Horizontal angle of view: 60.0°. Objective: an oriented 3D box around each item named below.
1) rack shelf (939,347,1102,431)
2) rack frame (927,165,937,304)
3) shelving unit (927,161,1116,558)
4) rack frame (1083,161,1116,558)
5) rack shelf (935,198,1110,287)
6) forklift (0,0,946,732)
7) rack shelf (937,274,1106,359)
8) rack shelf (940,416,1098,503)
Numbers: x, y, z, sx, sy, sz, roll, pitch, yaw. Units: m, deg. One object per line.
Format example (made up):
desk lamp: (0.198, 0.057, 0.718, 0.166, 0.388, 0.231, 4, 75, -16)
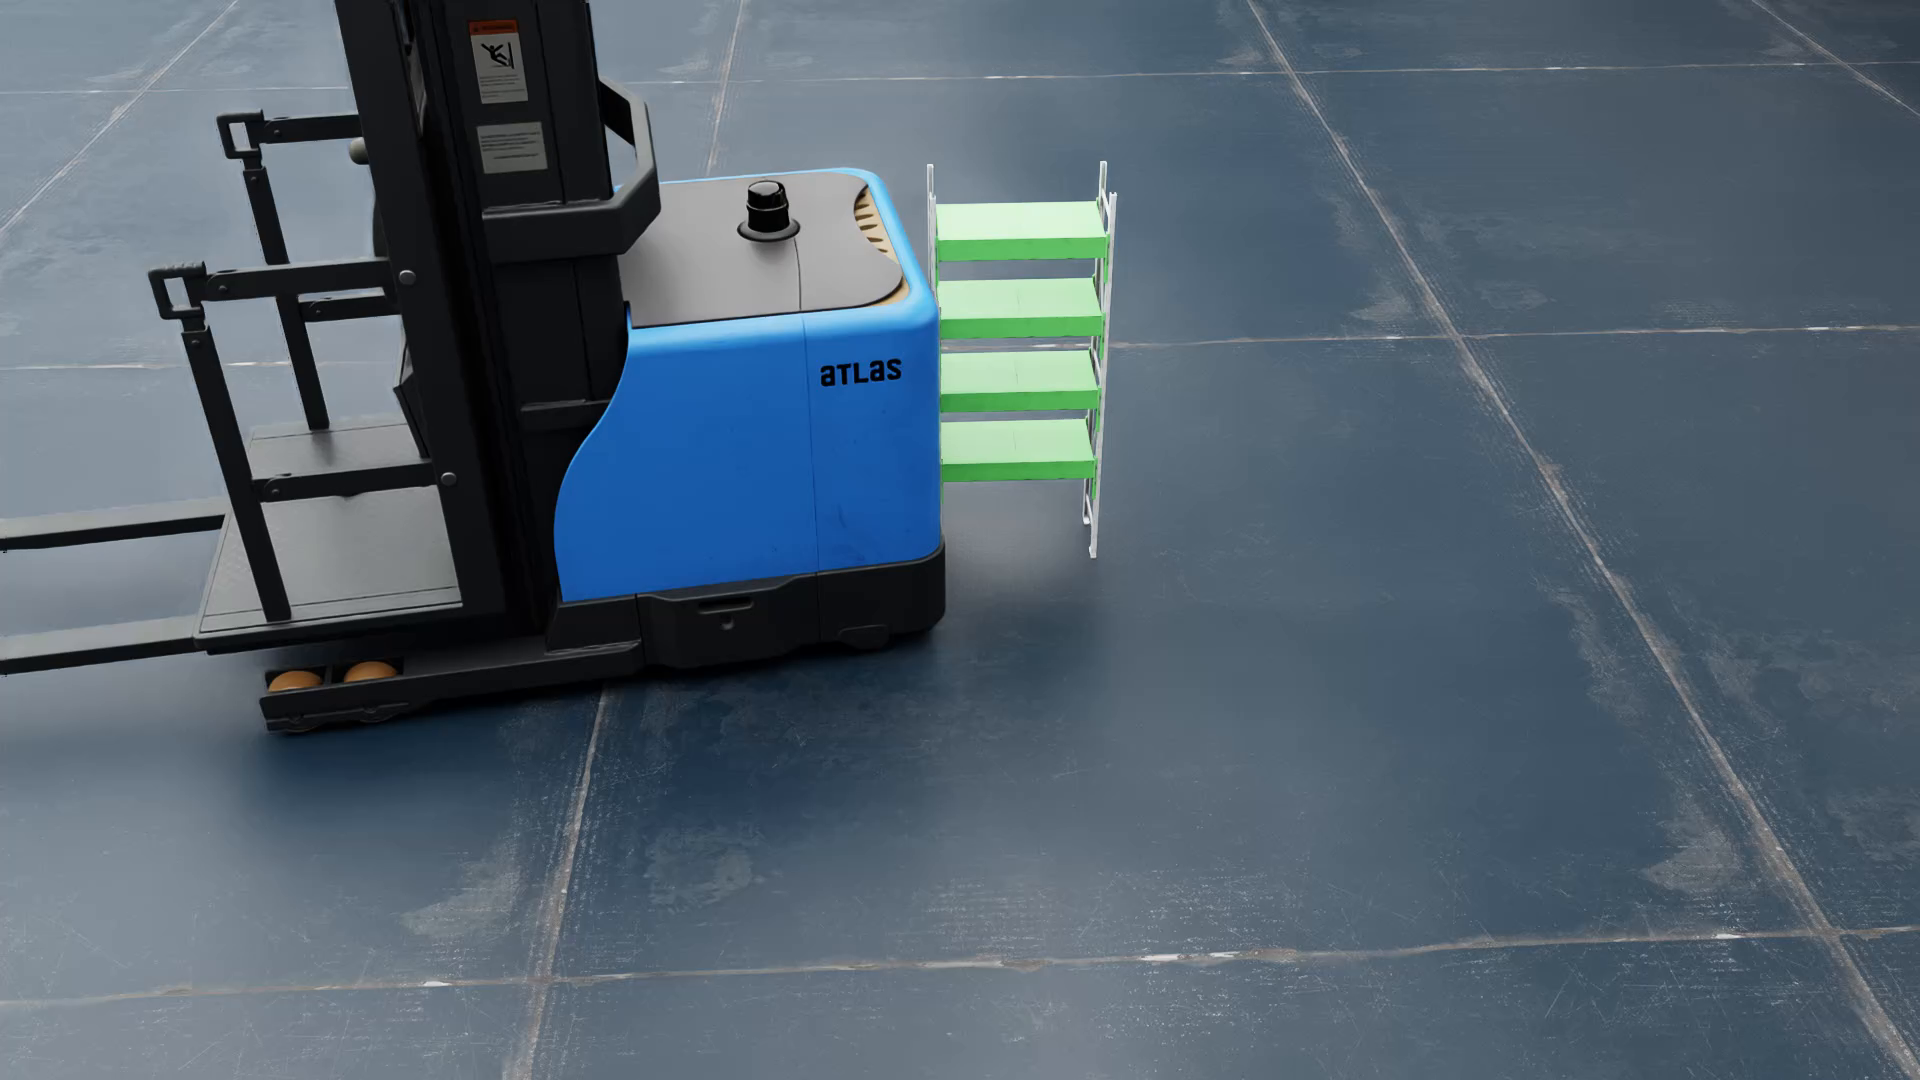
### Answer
rack shelf: (0.165, -0.445, 4.951, 0.480, 0.148, 0.258, -2, 35, -2)
rack frame: (-0.078, -0.491, 4.906, 0.015, 1.200, 0.240, -2, 35, -2)
shelving unit: (0.165, -0.498, 4.915, 0.503, 1.200, 0.258, -2, 35, -2)
rack frame: (0.409, -0.504, 4.925, 0.015, 1.200, 0.240, -2, 35, -2)
rack shelf: (0.165, -0.840, 4.678, 0.480, 0.148, 0.258, -2, 35, -2)
forklift: (-1.613, -1.014, 4.140, 3.031, 2.935, 1.130, -7, 35, -10)
rack shelf: (0.165, -0.643, 4.815, 0.480, 0.148, 0.258, -2, 35, -2)
rack shelf: (0.165, -0.248, 5.088, 0.480, 0.148, 0.258, -2, 35, -2)
